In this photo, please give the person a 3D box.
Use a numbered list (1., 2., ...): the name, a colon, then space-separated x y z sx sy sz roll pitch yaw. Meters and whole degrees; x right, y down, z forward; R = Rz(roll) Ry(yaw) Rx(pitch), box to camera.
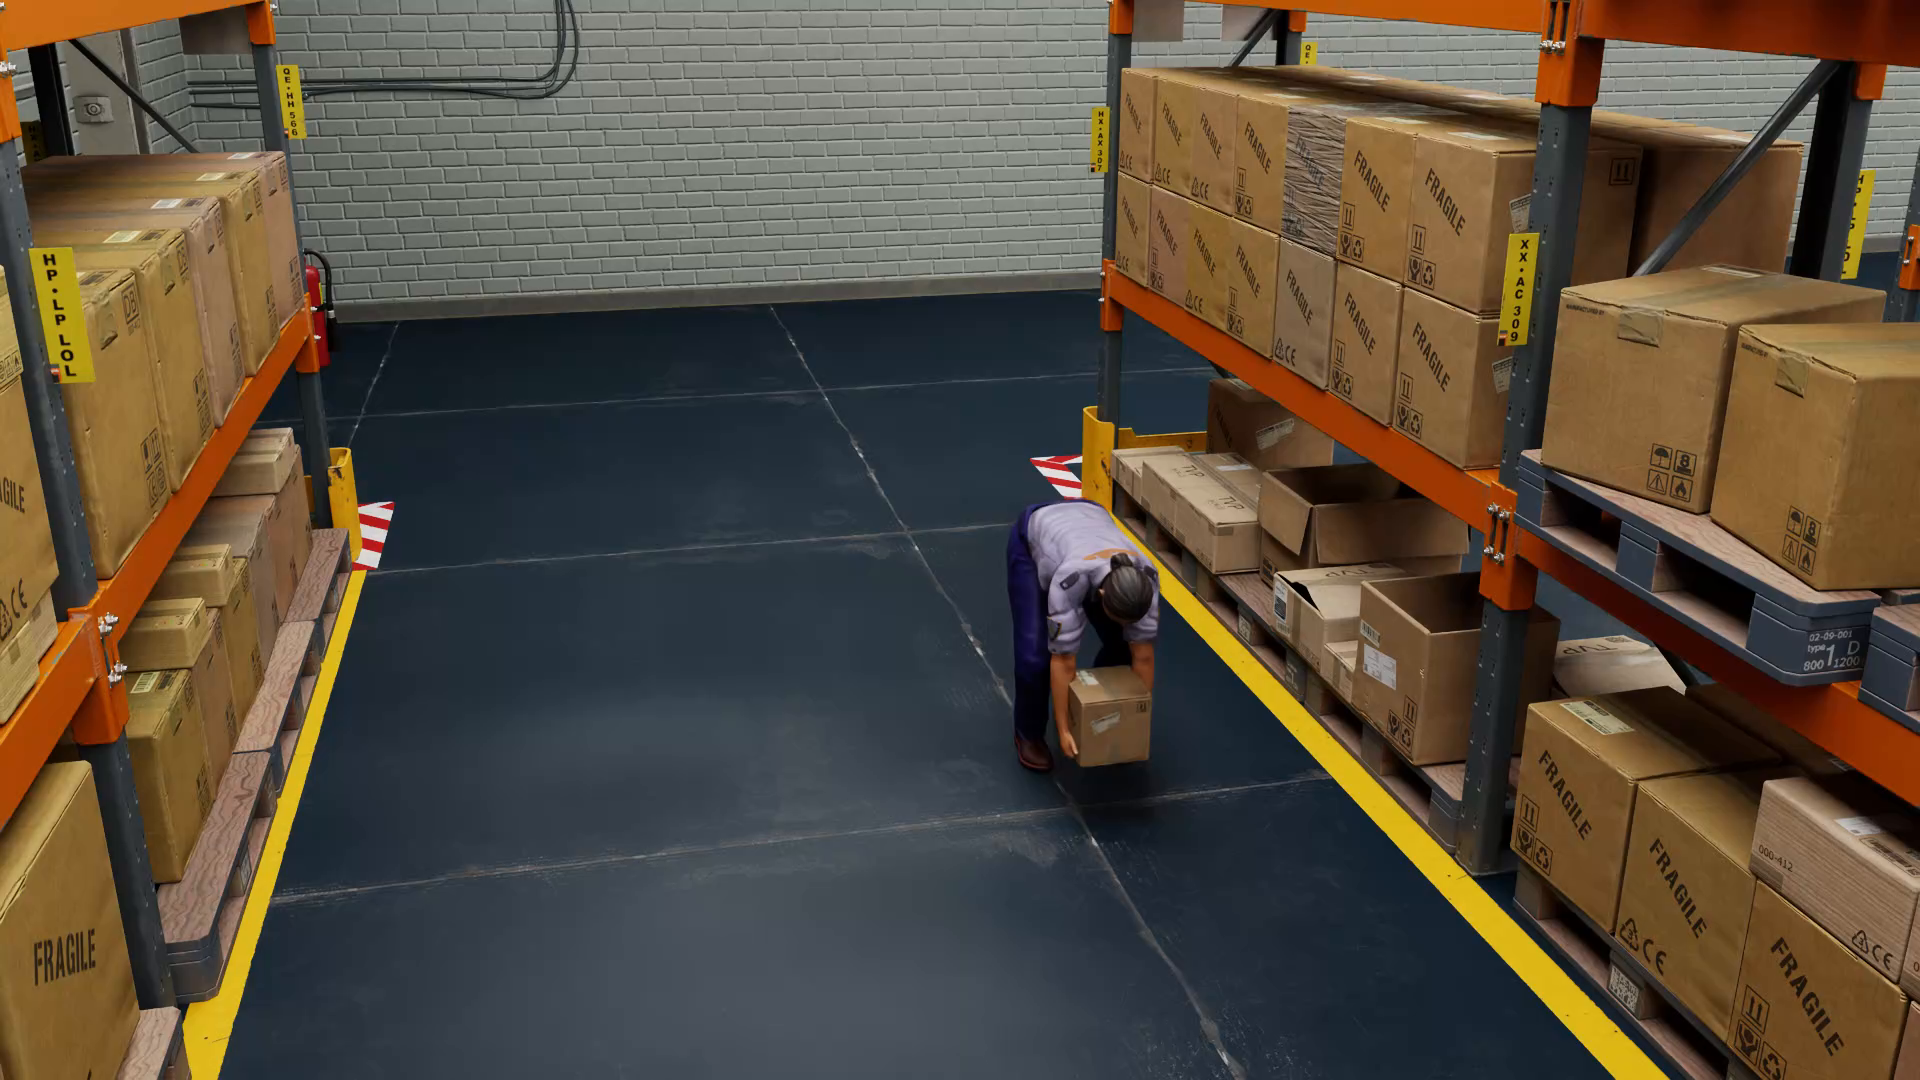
1. person: 0.462 0.403 5.952 0.488 0.989 0.911 -5 20 -15
